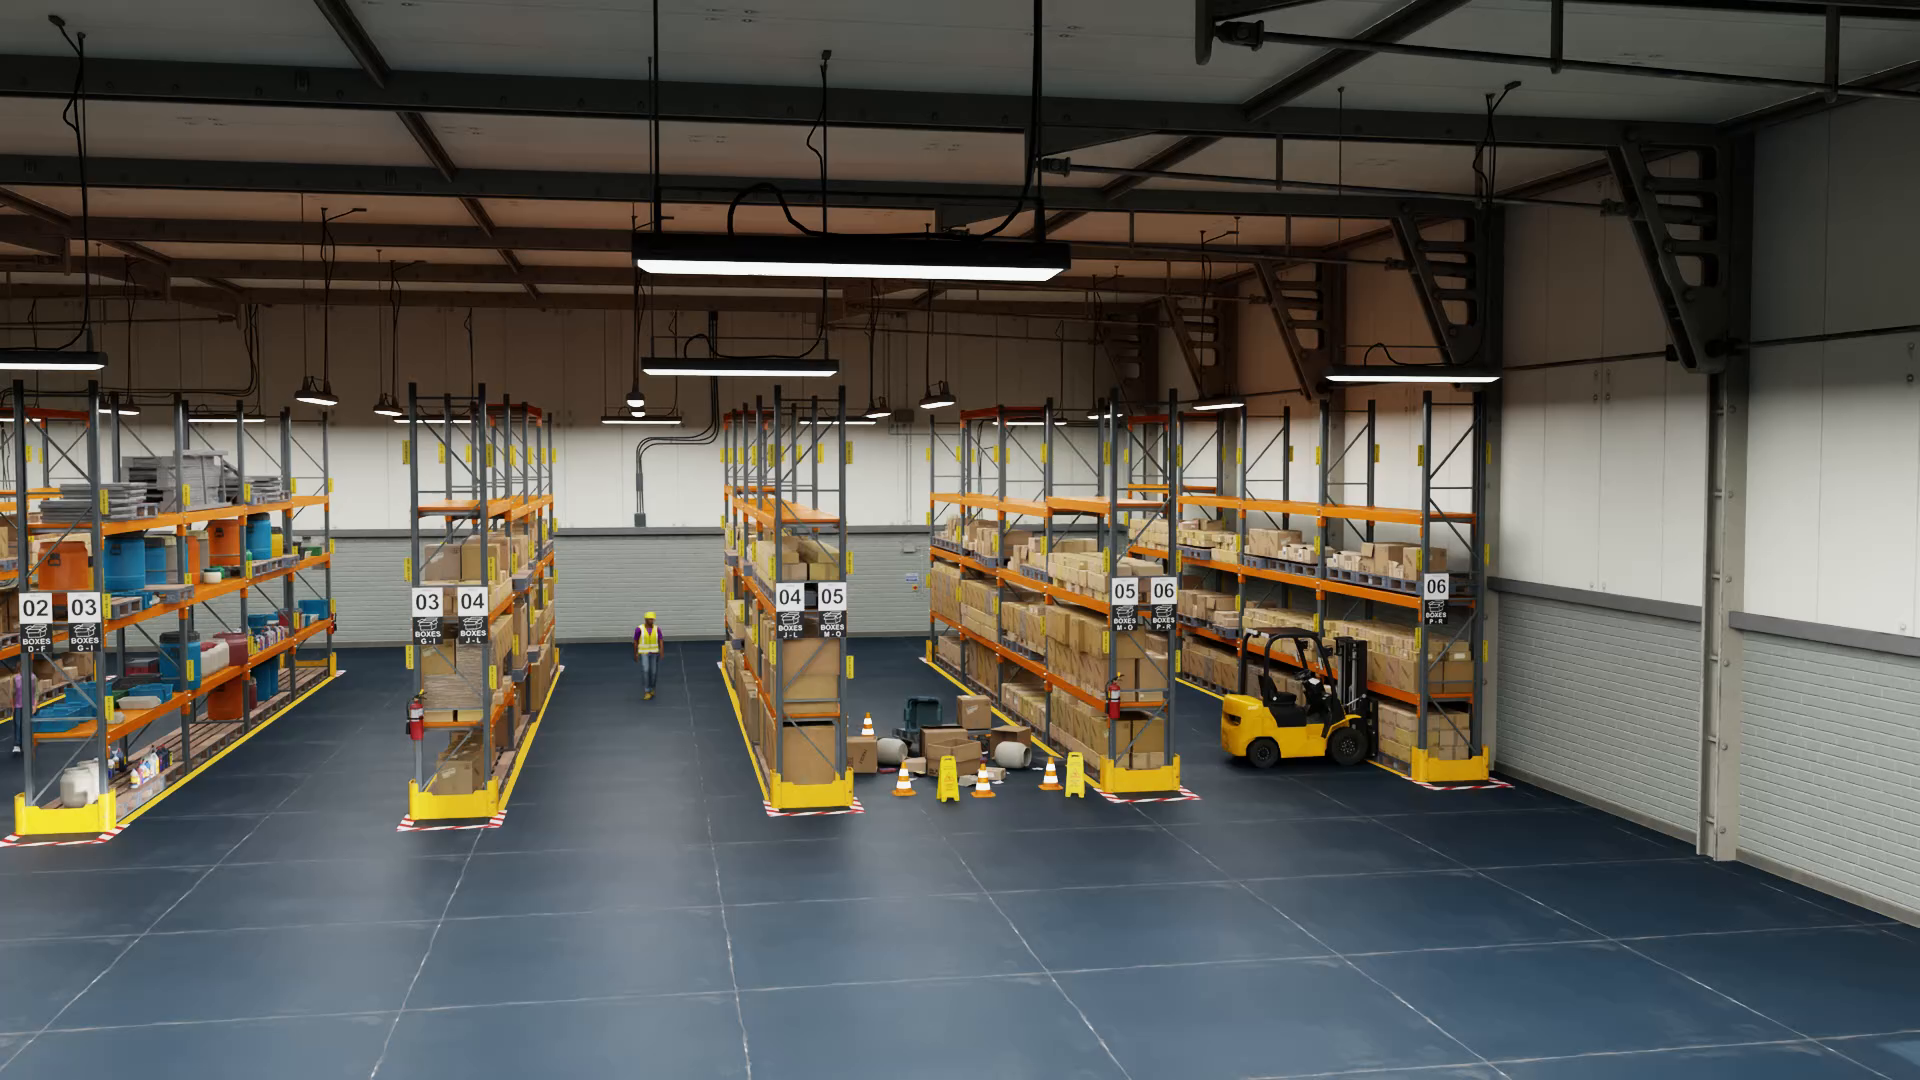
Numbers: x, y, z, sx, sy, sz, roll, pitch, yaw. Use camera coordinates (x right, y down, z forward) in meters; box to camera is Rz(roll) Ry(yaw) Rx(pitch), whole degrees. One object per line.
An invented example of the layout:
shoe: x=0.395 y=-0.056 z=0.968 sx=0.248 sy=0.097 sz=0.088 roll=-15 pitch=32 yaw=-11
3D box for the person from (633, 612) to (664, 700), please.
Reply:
person: x=-6.403 y=2.390 z=34.450 sx=0.594 sy=1.767 sz=0.732 roll=-1 pitch=3 yaw=-27

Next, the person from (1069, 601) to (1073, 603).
person: x=2.764 y=2.032 z=42.113 sx=0.965 sy=1.648 sz=0.437 roll=-1 pitch=3 yaw=-10

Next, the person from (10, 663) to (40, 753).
person: x=-15.671 y=2.795 z=27.866 sx=0.442 sy=1.541 sz=0.986 roll=-2 pitch=3 yaw=-32
